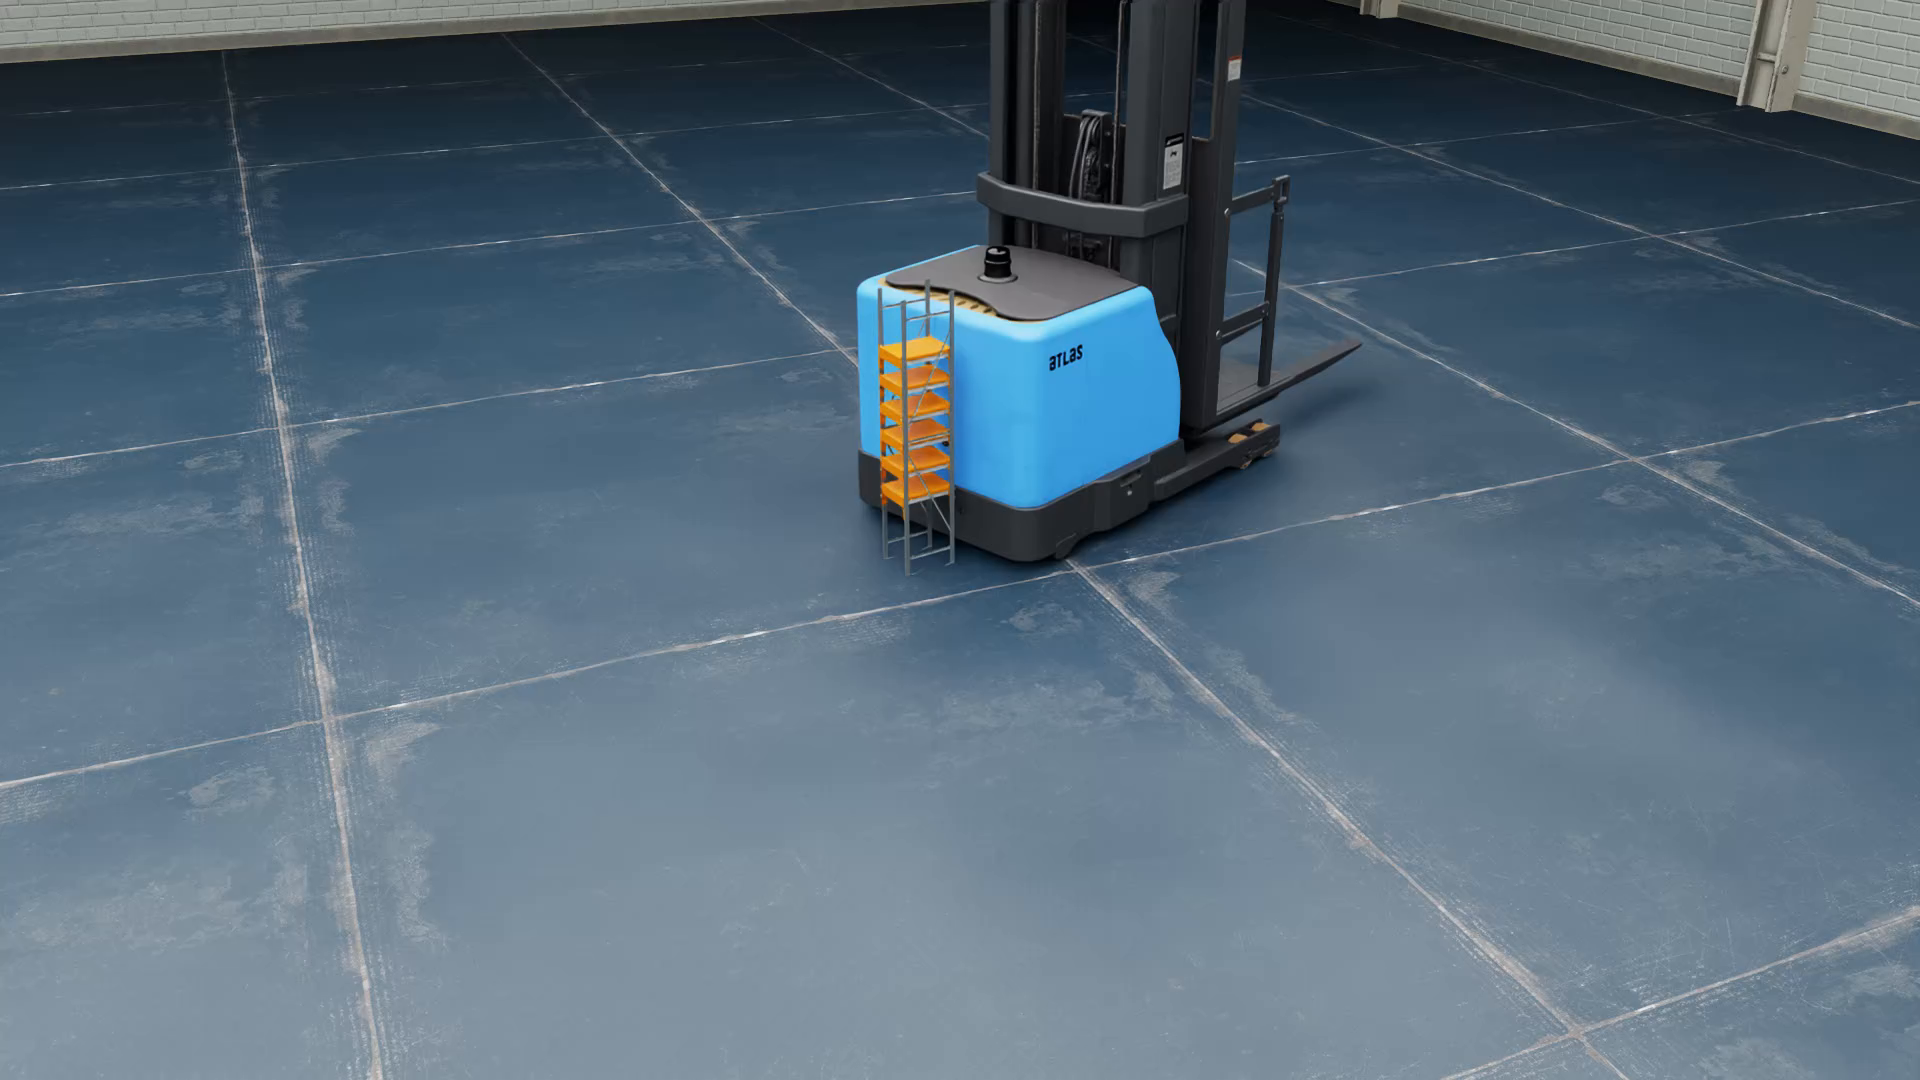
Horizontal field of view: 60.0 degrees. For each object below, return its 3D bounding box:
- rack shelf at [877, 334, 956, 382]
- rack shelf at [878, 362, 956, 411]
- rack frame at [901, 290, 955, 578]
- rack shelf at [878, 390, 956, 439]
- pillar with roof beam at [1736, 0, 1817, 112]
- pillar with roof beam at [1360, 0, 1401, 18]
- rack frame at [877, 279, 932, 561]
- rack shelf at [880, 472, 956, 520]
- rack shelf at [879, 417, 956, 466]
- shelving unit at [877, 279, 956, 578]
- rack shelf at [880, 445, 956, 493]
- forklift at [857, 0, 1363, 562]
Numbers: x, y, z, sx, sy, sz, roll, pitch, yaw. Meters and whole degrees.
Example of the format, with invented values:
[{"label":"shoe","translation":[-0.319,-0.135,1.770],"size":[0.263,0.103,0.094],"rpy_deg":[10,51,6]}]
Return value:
[{"label":"rack shelf","translation":[-0.175,-0.729,6.656],"size":[0.258,0.103,0.180],"rpy_deg":[-16,30,-29]},{"label":"rack shelf","translation":[-0.175,-0.621,6.709],"size":[0.258,0.103,0.180],"rpy_deg":[-16,30,-29]},{"label":"rack frame","translation":[-0.126,-0.411,6.725],"size":[0.240,1.200,0.006],"rpy_deg":[-16,30,-29]},{"label":"rack shelf","translation":[-0.175,-0.513,6.761],"size":[0.258,0.103,0.180],"rpy_deg":[-16,30,-29]},{"label":"pillar with roof beam","translation":[3.555,-7.349,12.045],"size":[9.100,9.000,0.400],"rpy_deg":[-11,28,-21]},{"label":"pillar with roof beam","translation":[1.206,-9.771,17.006],"size":[9.100,9.000,0.400],"rpy_deg":[-11,28,-21]},{"label":"rack frame","translation":[-0.223,-0.479,6.864],"size":[0.240,1.200,0.006],"rpy_deg":[-16,30,-29]},{"label":"rack shelf","translation":[-0.175,-0.190,6.919],"size":[0.258,0.103,0.180],"rpy_deg":[-16,30,-29]},{"label":"rack shelf","translation":[-0.175,-0.405,6.814],"size":[0.258,0.103,0.180],"rpy_deg":[-16,30,-29]},{"label":"shelving unit","translation":[-0.175,-0.445,6.795],"size":[0.258,1.200,0.189],"rpy_deg":[-16,30,-29]},{"label":"rack shelf","translation":[-0.175,-0.298,6.867],"size":[0.258,0.103,0.180],"rpy_deg":[-16,30,-29]},{"label":"forklift","translation":[0.905,-1.789,7.574],"size":[1.130,2.935,3.031],"rpy_deg":[22,33,37]}]
